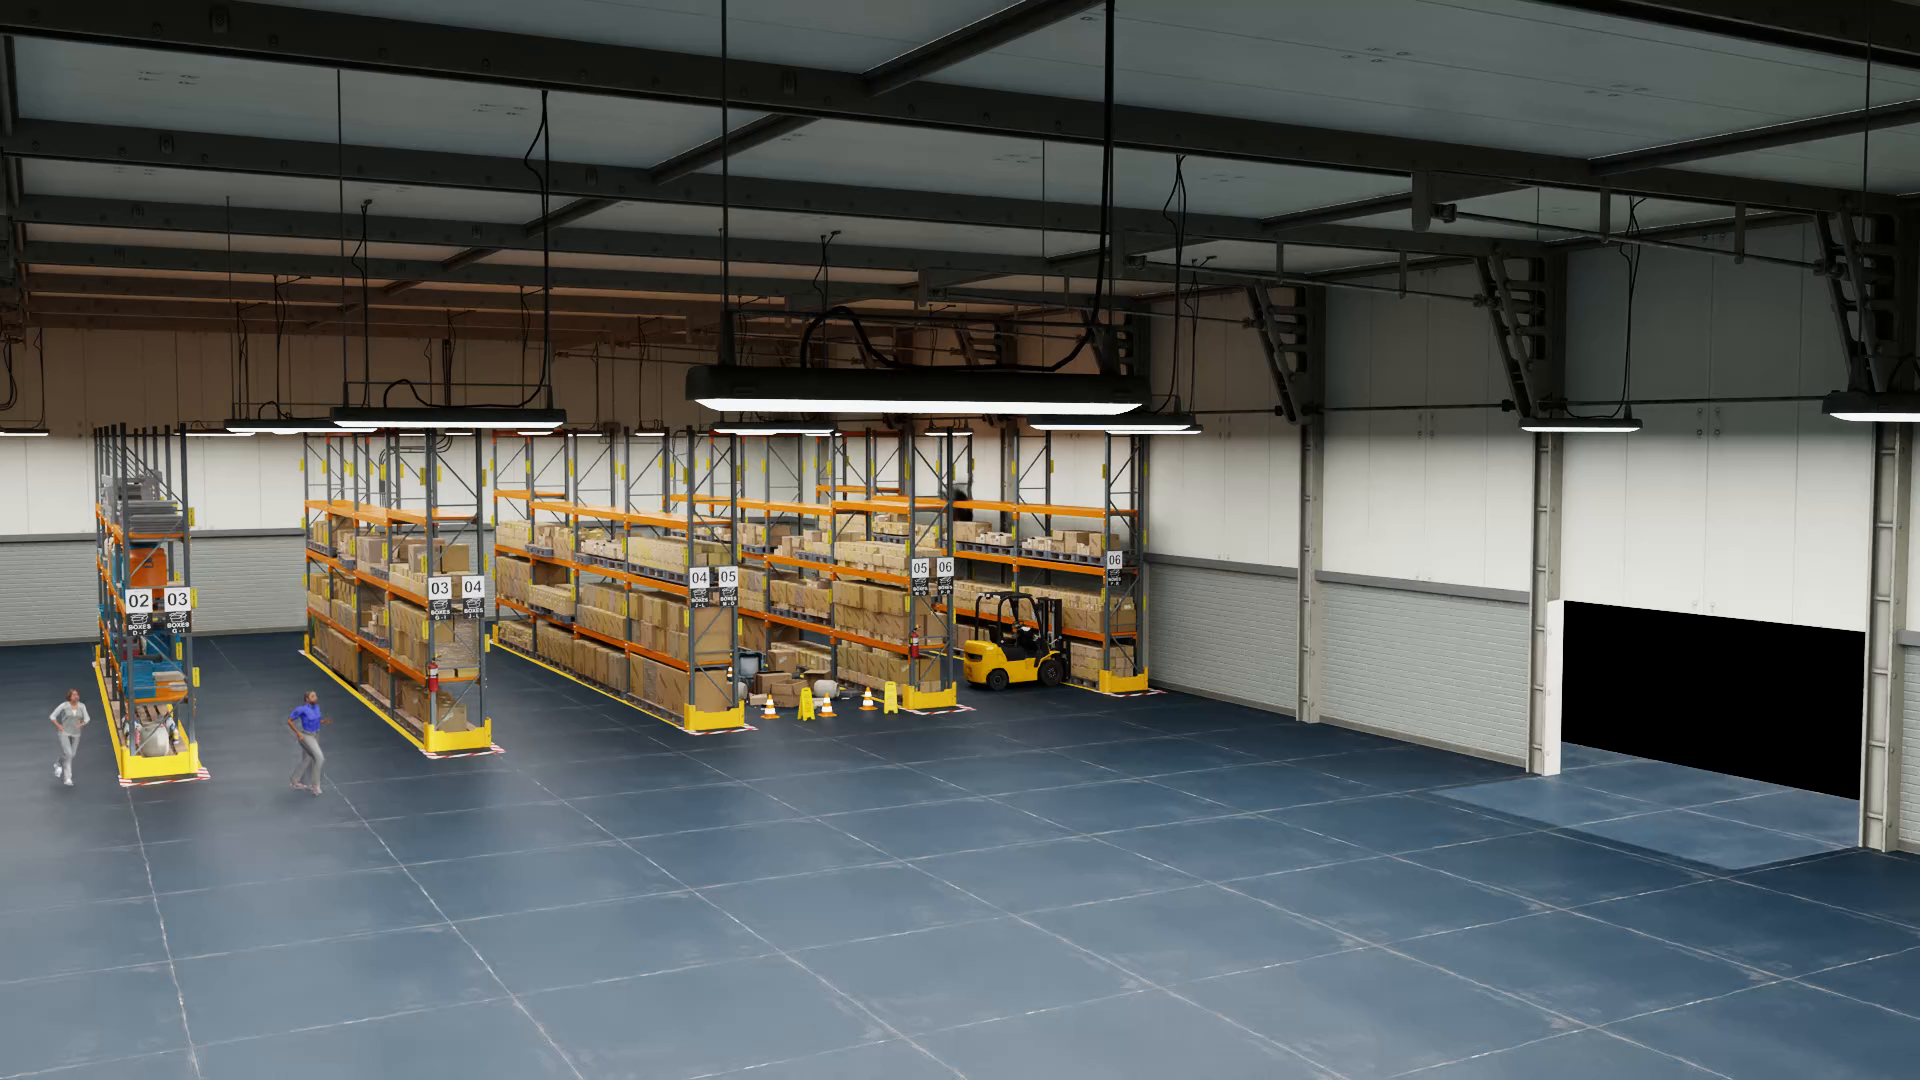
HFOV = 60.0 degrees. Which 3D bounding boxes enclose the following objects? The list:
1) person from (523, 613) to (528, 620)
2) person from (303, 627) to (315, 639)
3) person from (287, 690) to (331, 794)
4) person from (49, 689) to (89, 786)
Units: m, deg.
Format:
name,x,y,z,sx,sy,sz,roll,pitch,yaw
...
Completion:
name,x,y,z,sx,sy,sz,roll,pitch,yaw
person,-12.423,1.992,48.187,0.576,1.602,0.582,0,3,3
person,-17.630,2.031,45.901,0.985,1.763,0.666,0,3,-7
person,-10.542,3.288,26.975,0.737,1.711,0.546,1,3,9
person,-14.896,3.277,27.793,0.751,1.582,0.534,3,5,44
